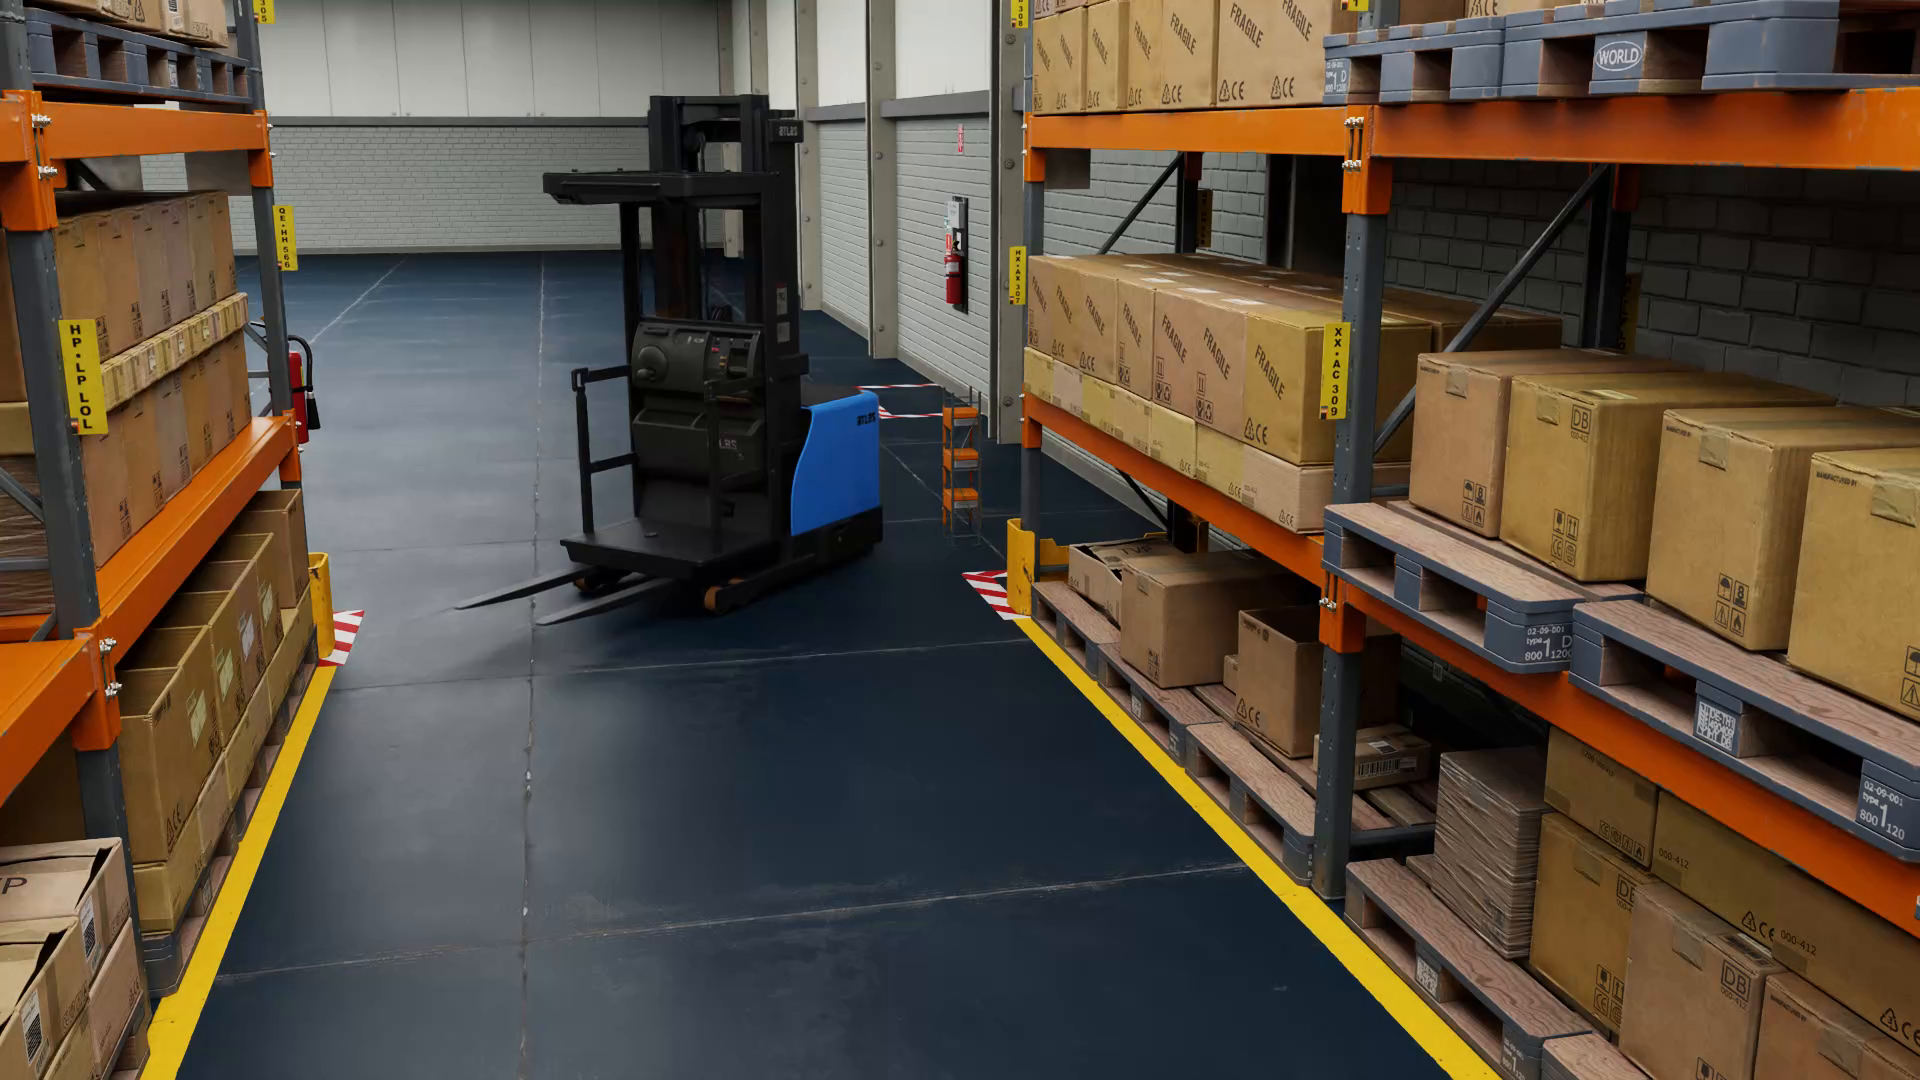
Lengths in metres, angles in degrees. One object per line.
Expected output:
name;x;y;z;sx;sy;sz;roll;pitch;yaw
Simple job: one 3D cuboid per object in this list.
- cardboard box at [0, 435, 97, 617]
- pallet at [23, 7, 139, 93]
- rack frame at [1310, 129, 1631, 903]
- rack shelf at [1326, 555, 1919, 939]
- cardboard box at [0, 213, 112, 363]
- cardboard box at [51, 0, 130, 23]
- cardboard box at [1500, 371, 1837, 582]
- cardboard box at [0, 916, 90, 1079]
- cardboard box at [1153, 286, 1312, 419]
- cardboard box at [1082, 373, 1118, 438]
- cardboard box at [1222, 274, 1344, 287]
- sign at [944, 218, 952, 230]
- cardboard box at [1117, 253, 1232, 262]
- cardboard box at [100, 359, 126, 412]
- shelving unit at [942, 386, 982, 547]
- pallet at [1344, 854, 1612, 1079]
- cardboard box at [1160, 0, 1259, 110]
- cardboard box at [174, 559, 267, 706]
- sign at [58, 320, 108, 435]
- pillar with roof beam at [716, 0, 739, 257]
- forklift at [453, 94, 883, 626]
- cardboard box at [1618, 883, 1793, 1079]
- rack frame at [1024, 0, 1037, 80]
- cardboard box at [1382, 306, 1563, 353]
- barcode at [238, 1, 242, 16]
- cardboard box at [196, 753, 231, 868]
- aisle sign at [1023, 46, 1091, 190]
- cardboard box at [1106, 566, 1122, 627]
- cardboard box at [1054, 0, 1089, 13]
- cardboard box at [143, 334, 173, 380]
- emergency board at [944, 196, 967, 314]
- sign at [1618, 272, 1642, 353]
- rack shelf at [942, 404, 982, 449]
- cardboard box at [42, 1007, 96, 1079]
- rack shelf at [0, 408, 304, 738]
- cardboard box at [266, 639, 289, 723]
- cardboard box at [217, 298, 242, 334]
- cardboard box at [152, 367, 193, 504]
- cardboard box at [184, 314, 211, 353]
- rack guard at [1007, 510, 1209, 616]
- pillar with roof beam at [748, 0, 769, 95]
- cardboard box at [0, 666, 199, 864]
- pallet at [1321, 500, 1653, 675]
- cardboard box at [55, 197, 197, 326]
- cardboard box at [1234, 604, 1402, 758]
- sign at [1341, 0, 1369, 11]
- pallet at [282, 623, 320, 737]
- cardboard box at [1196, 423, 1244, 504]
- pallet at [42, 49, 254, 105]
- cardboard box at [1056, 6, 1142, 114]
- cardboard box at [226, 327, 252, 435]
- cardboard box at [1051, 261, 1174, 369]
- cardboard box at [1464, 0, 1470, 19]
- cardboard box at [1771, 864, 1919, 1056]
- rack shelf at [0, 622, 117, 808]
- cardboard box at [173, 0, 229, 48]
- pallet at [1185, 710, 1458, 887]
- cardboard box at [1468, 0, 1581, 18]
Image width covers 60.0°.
cardboard box;-3.129;-0.056;5.124;0.700;0.500;0.500;-4;14;-15
pallet;-3.244;-1.514;5.172;1.003;0.211;1.213;-3;14;-13
rack frame;1.796;-0.182;5.852;1.000;3.000;0.127;-3;14;-13
rack shelf;2.266;0.629;4.048;1.077;0.370;4.000;-3;14;-13
cardboard box;-3.248;-0.802;5.446;0.700;0.500;0.500;-3;14;-13
cardboard box;-3.007;-1.846;5.352;0.500;0.311;0.500;-4;14;-16
cardboard box;2.007;-0.196;4.770;0.700;0.500;0.500;-2;14;-7
cardboard box;-2.516;1.151;4.121;0.500;0.311;0.500;-3;14;-12
cardboard box;1.154;-0.807;7.102;0.500;0.500;0.500;-4;14;-15
cardboard box;0.912;-0.674;8.141;0.500;0.250;0.500;-4;14;-14
cardboard box;1.526;-0.957;7.718;0.500;0.500;0.500;-3;14;-12
sign;-0.128;-3.354;17.645;0.001;0.109;0.331;-3;14;-13
cardboard box;1.174;-1.309;9.158;0.500;0.500;0.500;-3;14;-14
cardboard box;-3.077;-0.519;5.655;0.380;0.149;0.250;-3;14;-14
shelving unit;0.013;-0.498;11.252;0.215;1.050;0.252;-3;14;-13
pallet;1.980;1.352;5.448;1.003;0.211;1.213;-3;14;-13
cardboard box;1.164;-2.043;6.897;0.500;0.500;0.500;-4;14;-15
cardboard box;-3.177;0.392;6.831;0.500;0.500;0.500;-3;14;-13
sign;-2.493;-0.461;4.723;0.100;0.325;0.005;-3;14;-13
pillar with roof beam;-9.368;-10.587;35.799;9.100;9.000;0.400;-3;14;-13
forklift;-1.696;-1.114;9.813;1.130;2.935;3.031;8;16;29
cardboard box;2.236;1.224;4.437;0.700;0.500;0.500;-3;14;-13
rack frame;0.857;-4.019;8.917;1.000;3.000;0.127;-3;14;-13
cardboard box;1.889;-0.603;6.269;0.500;0.500;0.500;-4;14;-14
barcode;-3.418;-2.524;7.895;0.001;0.075;0.075;-3;14;-13
cardboard box;-2.945;0.987;5.975;0.500;0.250;0.500;-3;14;-13
aisle sign;0.548;-2.367;9.320;0.394;0.787;0.004;-3;14;-13
cardboard box;1.066;0.284;8.683;0.500;0.311;0.500;-2;14;-9
cardboard box;0.780;-2.885;8.235;0.500;0.500;0.500;-3;14;-14
cardboard box;-3.260;-0.699;6.389;0.380;0.149;0.250;-3;14;-14
emergency board;-0.091;-2.948;17.173;0.194;1.169;0.643;-3;14;-13
sign;2.335;-0.776;5.844;0.100;0.325;0.005;-3;14;-13
rack shelf;0.013;-0.763;11.187;0.215;0.259;0.240;-3;14;-13
cardboard box;-2.522;1.423;4.191;0.500;0.250;0.500;-4;14;-14
rack shelf;-3.488;-0.017;6.692;1.077;0.370;4.000;-3;14;-13
cardboard box;-3.296;0.641;7.391;0.500;0.250;0.500;-3;14;-13
cardboard box;-3.620;-1.054;7.842;0.380;0.149;0.250;-3;14;-12
cardboard box;-3.494;-0.411;6.578;0.700;0.500;0.500;-3;14;-11
cardboard box;-3.441;-0.876;7.115;0.380;0.149;0.250;-3;14;-11
rack guard;0.874;0.127;9.854;1.175;0.500;0.348;-3;14;-13
pillar with roof beam;-7.959;-9.202;30.133;9.100;9.000;0.400;-3;14;-13
cardboard box;-2.823;0.738;5.415;0.500;0.500;0.500;-3;14;-13
pallet;1.834;0.096;5.119;1.003;0.211;1.213;-3;14;-13
cardboard box;-3.600;-1.149;6.864;0.700;0.500;0.500;-3;14;-13
cardboard box;1.513;0.581;7.067;0.500;0.500;0.500;-4;14;-17
sign;1.270;-1.858;5.303;0.100;0.325;0.005;-3;14;-13
pallet;-3.737;0.701;8.113;1.003;0.211;1.213;-3;14;-13
cardboard box;1.281;-0.327;6.717;0.500;0.250;0.500;-3;14;-13
pallet;-3.817;-2.077;7.476;1.003;0.211;1.213;-3;14;-13
cardboard box;0.784;-2.403;8.370;0.500;0.500;0.500;-2;14;-9
cardboard box;-3.860;-0.768;8.039;0.700;0.500;0.500;-3;14;-13
cardboard box;0.783;-1.164;8.567;0.500;0.500;0.500;-3;14;-13
cardboard box;1.926;-1.824;6.002;0.500;0.500;0.500;-3;14;-11
cardboard box;2.317;0.961;3.935;0.500;0.250;0.500;-3;14;-13
rack shelf;-2.549;0.906;2.915;1.077;0.370;4.000;-3;14;-13
cardboard box;-3.431;-2.233;7.063;0.500;0.250;0.500;-3;14;-13
pallet;1.604;1.020;6.809;1.003;0.211;1.213;-3;14;-13
cardboard box;1.847;-1.761;4.899;0.500;0.500;0.500;-1;14;-5
